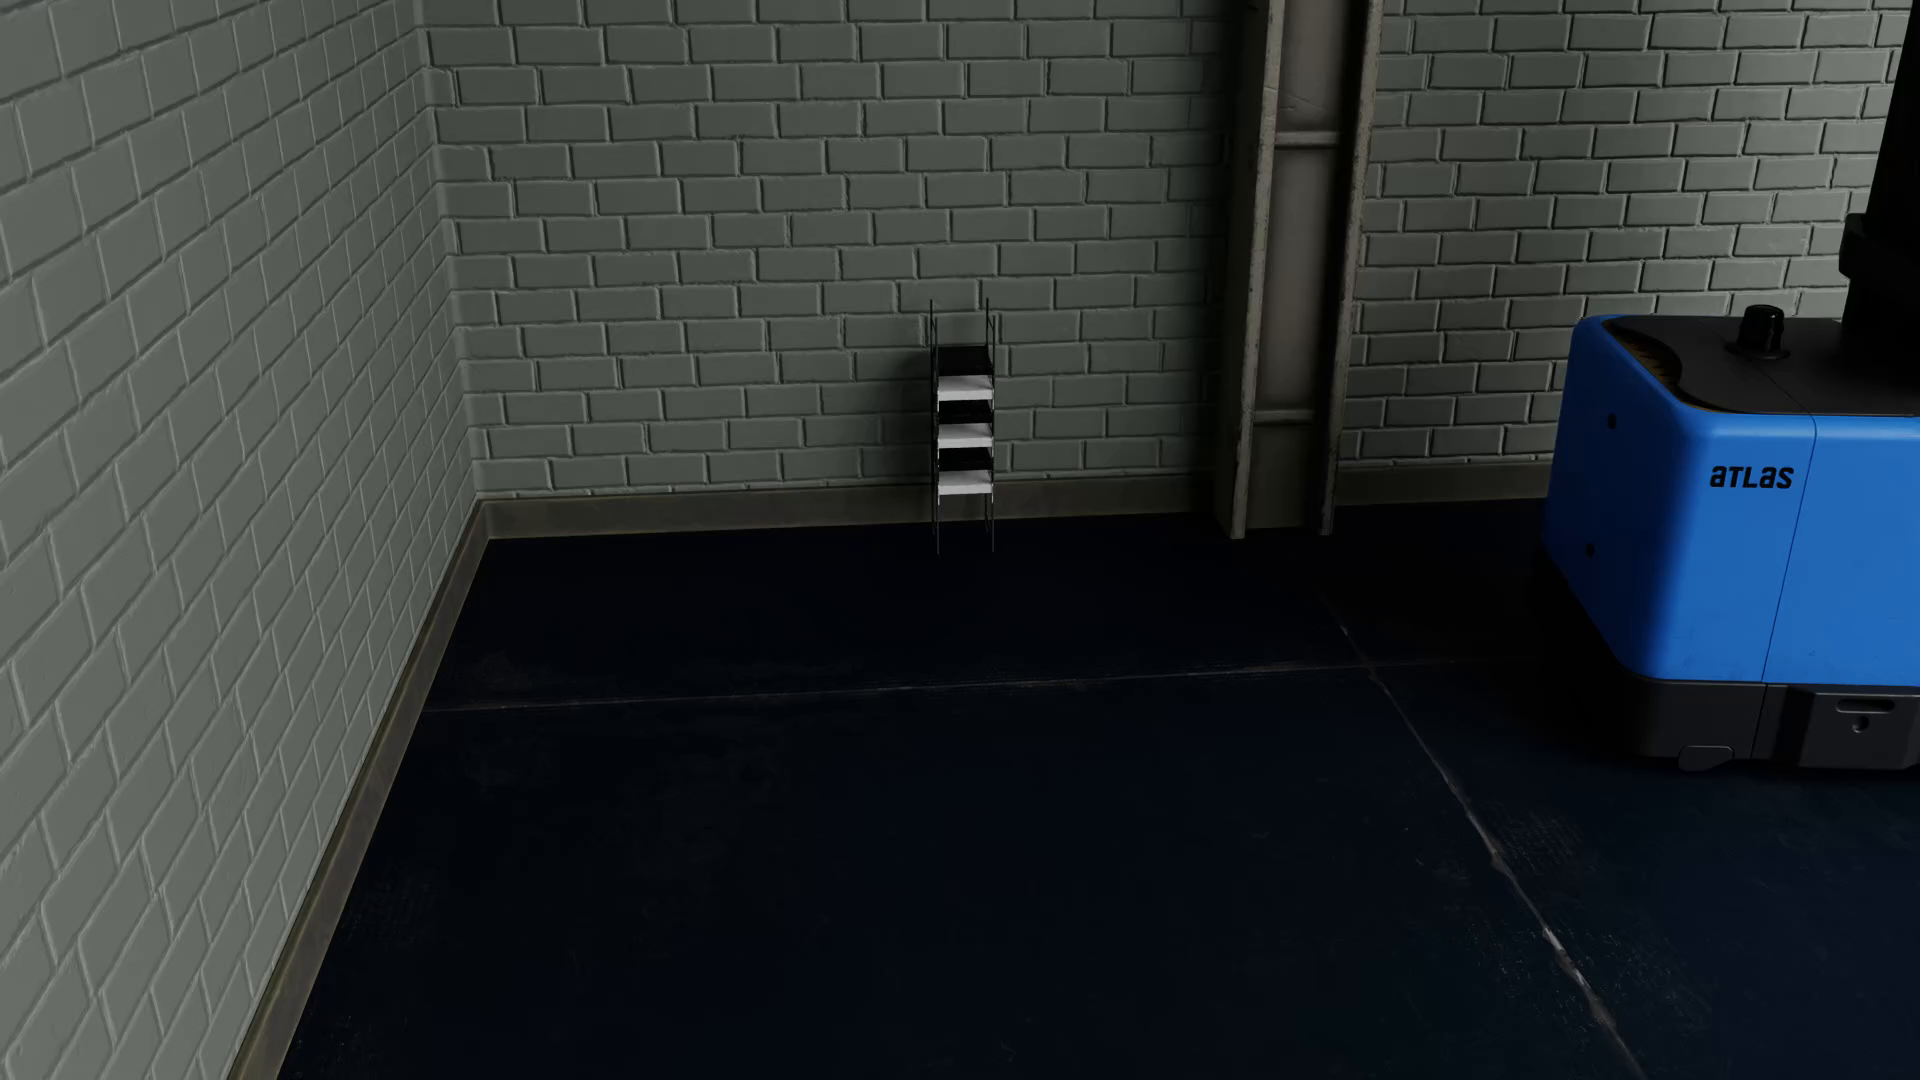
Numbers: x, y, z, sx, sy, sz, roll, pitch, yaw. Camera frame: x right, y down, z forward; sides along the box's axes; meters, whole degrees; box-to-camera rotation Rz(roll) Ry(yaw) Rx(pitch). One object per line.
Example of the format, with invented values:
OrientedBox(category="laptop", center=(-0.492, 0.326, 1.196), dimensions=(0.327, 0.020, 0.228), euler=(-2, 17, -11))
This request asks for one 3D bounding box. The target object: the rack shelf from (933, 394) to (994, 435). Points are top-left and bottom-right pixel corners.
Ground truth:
OrientedBox(category="rack shelf", center=(0.008, -0.463, 6.045), dimensions=(0.200, 0.077, 0.258), euler=(-2, 24, -5))

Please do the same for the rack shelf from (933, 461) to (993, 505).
OrientedBox(category="rack shelf", center=(0.008, -0.217, 6.155), dimensions=(0.200, 0.077, 0.258), euler=(-2, 24, -5))

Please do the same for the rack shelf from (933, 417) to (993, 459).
OrientedBox(category="rack shelf", center=(0.008, -0.381, 6.081), dimensions=(0.200, 0.077, 0.258), euler=(-2, 24, -5))

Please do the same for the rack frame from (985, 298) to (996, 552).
OrientedBox(category="rack frame", center=(0.109, -0.416, 6.077), dimensions=(0.006, 0.900, 0.240), euler=(-2, 24, -5))

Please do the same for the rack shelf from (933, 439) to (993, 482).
OrientedBox(category="rack shelf", center=(0.008, -0.299, 6.118), dimensions=(0.200, 0.077, 0.258), euler=(-2, 24, -5))

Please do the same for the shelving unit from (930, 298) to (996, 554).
OrientedBox(category="shelving unit", center=(0.008, -0.412, 6.068), dimensions=(0.210, 0.900, 0.258), euler=(-2, 24, -5))

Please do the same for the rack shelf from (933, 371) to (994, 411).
OrientedBox(category="rack shelf", center=(0.008, -0.546, 6.008), dimensions=(0.200, 0.077, 0.258), euler=(-2, 24, -5))

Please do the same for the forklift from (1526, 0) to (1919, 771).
OrientedBox(category="forklift", center=(3.386, -0.843, 4.537), dimensions=(3.031, 2.935, 1.130), euler=(1, 24, 3))

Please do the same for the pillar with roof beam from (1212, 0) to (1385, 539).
OrientedBox(category="pillar with roof beam", center=(1.620, -2.446, 0.675), dimensions=(0.400, 9.000, 9.100), euler=(-2, 24, -5))

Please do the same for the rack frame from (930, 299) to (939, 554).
OrientedBox(category="rack frame", center=(-0.093, -0.407, 6.059), dimensions=(0.006, 0.900, 0.240), euler=(-2, 24, -5))

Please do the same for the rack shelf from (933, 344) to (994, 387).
OrientedBox(category="rack shelf", center=(0.008, -0.628, 5.972), dimensions=(0.200, 0.077, 0.258), euler=(-2, 24, -5))
